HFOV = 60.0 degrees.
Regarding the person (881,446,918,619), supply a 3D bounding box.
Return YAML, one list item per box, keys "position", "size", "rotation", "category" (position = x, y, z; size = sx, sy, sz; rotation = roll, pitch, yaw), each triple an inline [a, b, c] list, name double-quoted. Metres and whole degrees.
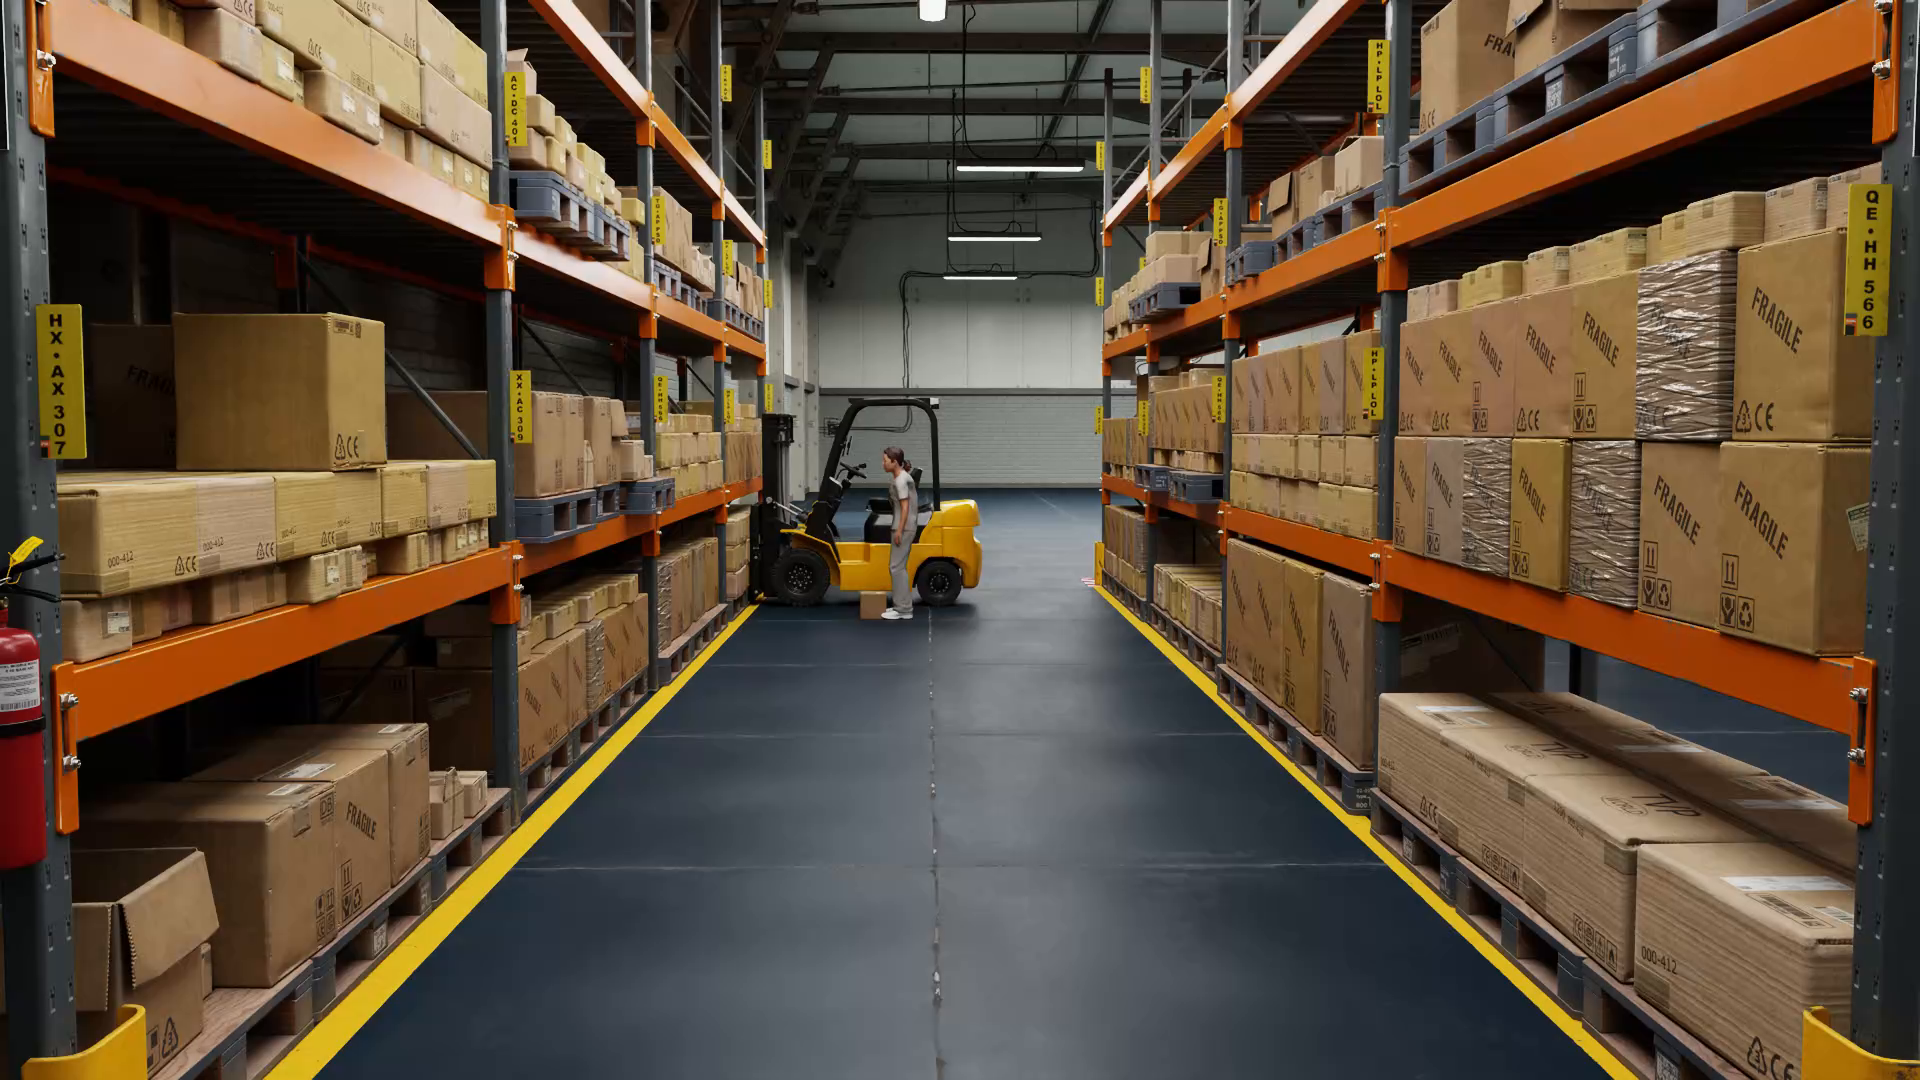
- position: [-0.591, -0.076, 16.111]
  size: [0.363, 1.671, 0.512]
  rotation: [0, 4, -5]
  category: "person"
